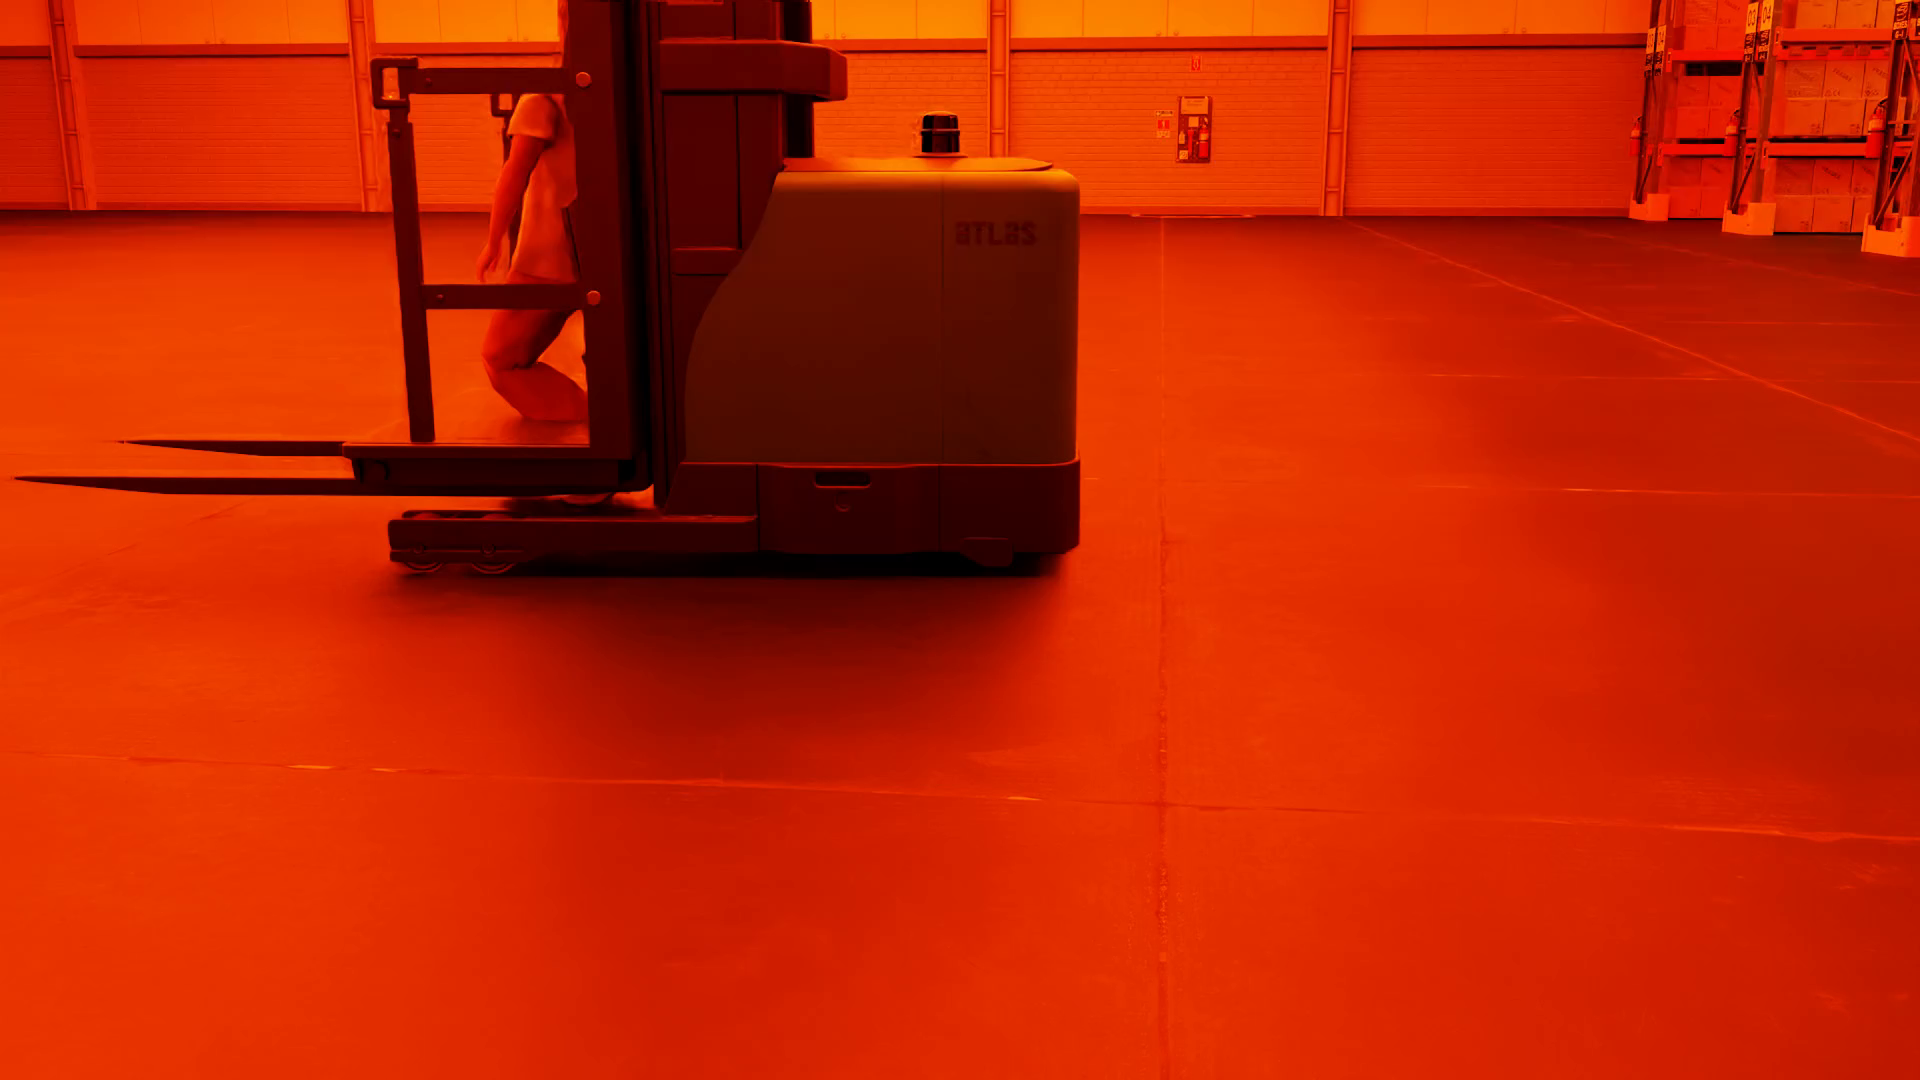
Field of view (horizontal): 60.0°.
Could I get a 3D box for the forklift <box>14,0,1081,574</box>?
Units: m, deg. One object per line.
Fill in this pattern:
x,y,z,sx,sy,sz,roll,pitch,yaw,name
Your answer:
-1.172,-1.453,4.723,3.031,2.935,1.130,0,13,2,forklift

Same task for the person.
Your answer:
-1.122,-0.871,4.907,0.728,1.498,0.713,-12,18,-41,person
